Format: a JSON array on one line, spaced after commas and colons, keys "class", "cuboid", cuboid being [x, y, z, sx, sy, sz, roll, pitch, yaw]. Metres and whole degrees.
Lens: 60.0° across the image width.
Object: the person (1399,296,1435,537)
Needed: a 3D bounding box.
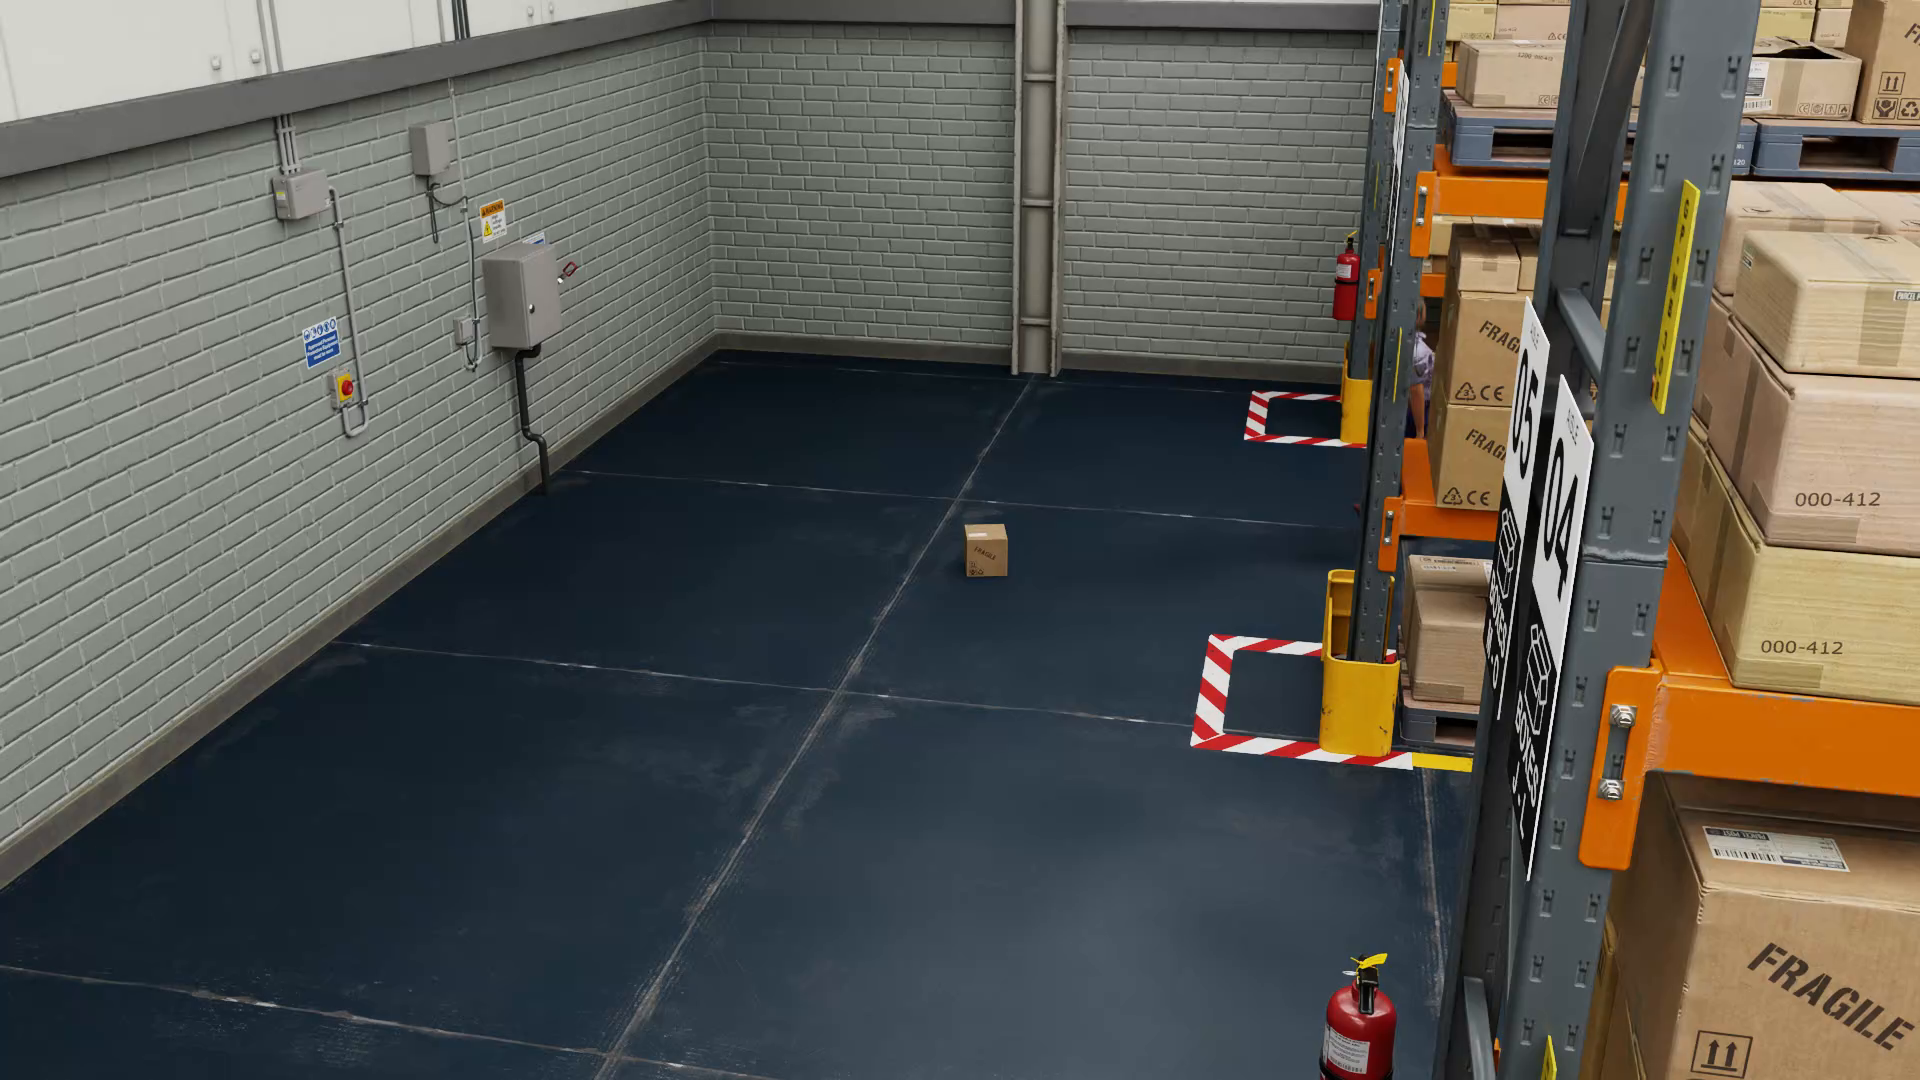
[{"class": "person", "cuboid": [2.778, -0.750, 10.457, 0.529, 1.620, 0.485, -4, 22, -11]}]
